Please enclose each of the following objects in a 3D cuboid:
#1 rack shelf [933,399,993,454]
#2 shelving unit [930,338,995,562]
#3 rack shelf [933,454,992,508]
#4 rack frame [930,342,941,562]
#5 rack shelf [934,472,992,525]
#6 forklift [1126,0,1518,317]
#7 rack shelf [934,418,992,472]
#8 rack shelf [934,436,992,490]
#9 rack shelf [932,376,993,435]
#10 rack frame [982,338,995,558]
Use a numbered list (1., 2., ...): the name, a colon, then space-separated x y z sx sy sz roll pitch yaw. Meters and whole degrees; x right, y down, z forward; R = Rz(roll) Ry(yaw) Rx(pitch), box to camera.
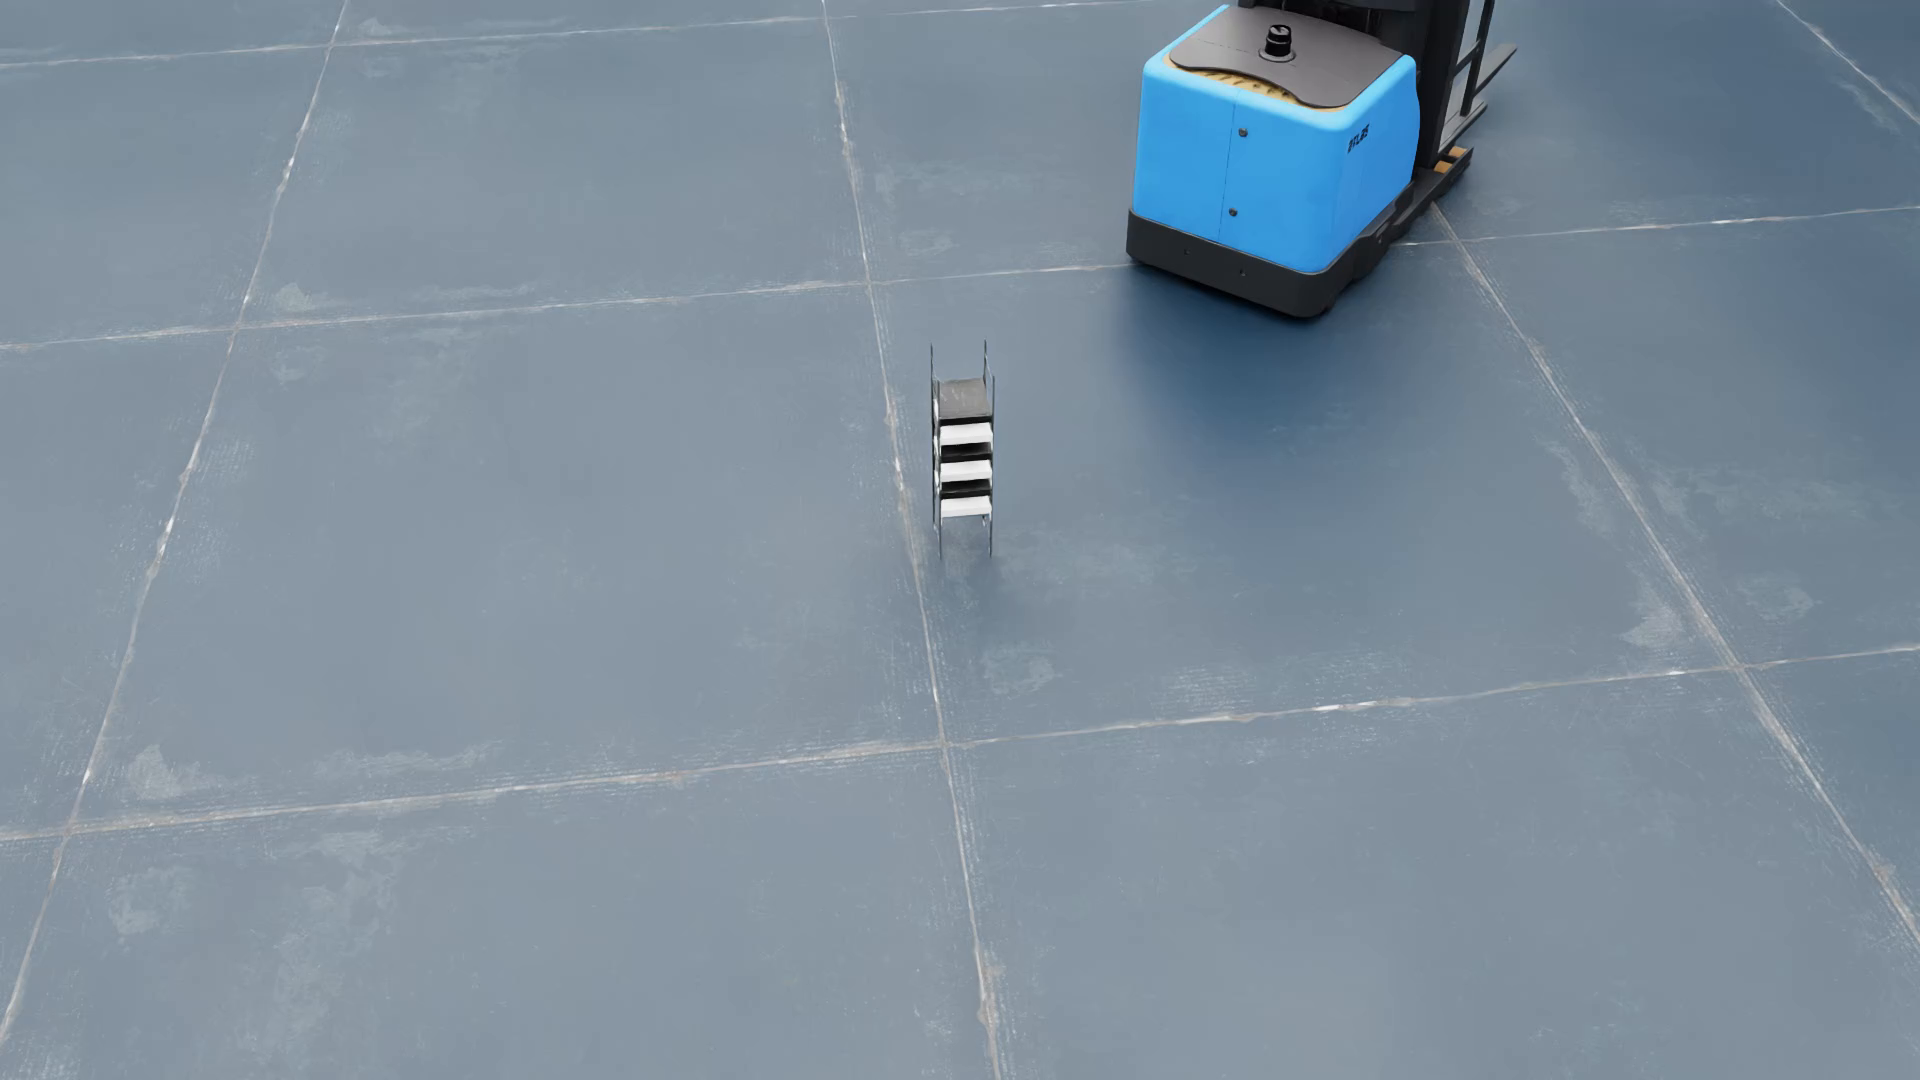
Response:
1. rack shelf: 0.008 -0.444 6.351 0.200 0.077 0.258 -5 42 -6
2. shelving unit: 0.008 -0.335 6.449 0.210 0.900 0.258 -5 42 -6
3. rack shelf: 0.008 -0.243 6.532 0.200 0.077 0.258 -5 42 -6
4. rack frame: -0.093 -0.326 6.440 0.006 0.900 0.240 -5 42 -6
5. rack shelf: 0.008 -0.176 6.592 0.200 0.077 0.258 -5 42 -6
6. forklift: 2.076 -3.083 7.980 1.130 2.935 3.031 25 48 25
7. rack shelf: 0.008 -0.377 6.411 0.200 0.077 0.258 -5 42 -6
8. rack shelf: 0.008 -0.310 6.472 0.200 0.077 0.258 -5 42 -6
9. rack shelf: 0.008 -0.511 6.291 0.200 0.077 0.258 -5 42 -6
10. rack frame: 0.109 -0.344 6.459 0.006 0.900 0.240 -5 42 -6
